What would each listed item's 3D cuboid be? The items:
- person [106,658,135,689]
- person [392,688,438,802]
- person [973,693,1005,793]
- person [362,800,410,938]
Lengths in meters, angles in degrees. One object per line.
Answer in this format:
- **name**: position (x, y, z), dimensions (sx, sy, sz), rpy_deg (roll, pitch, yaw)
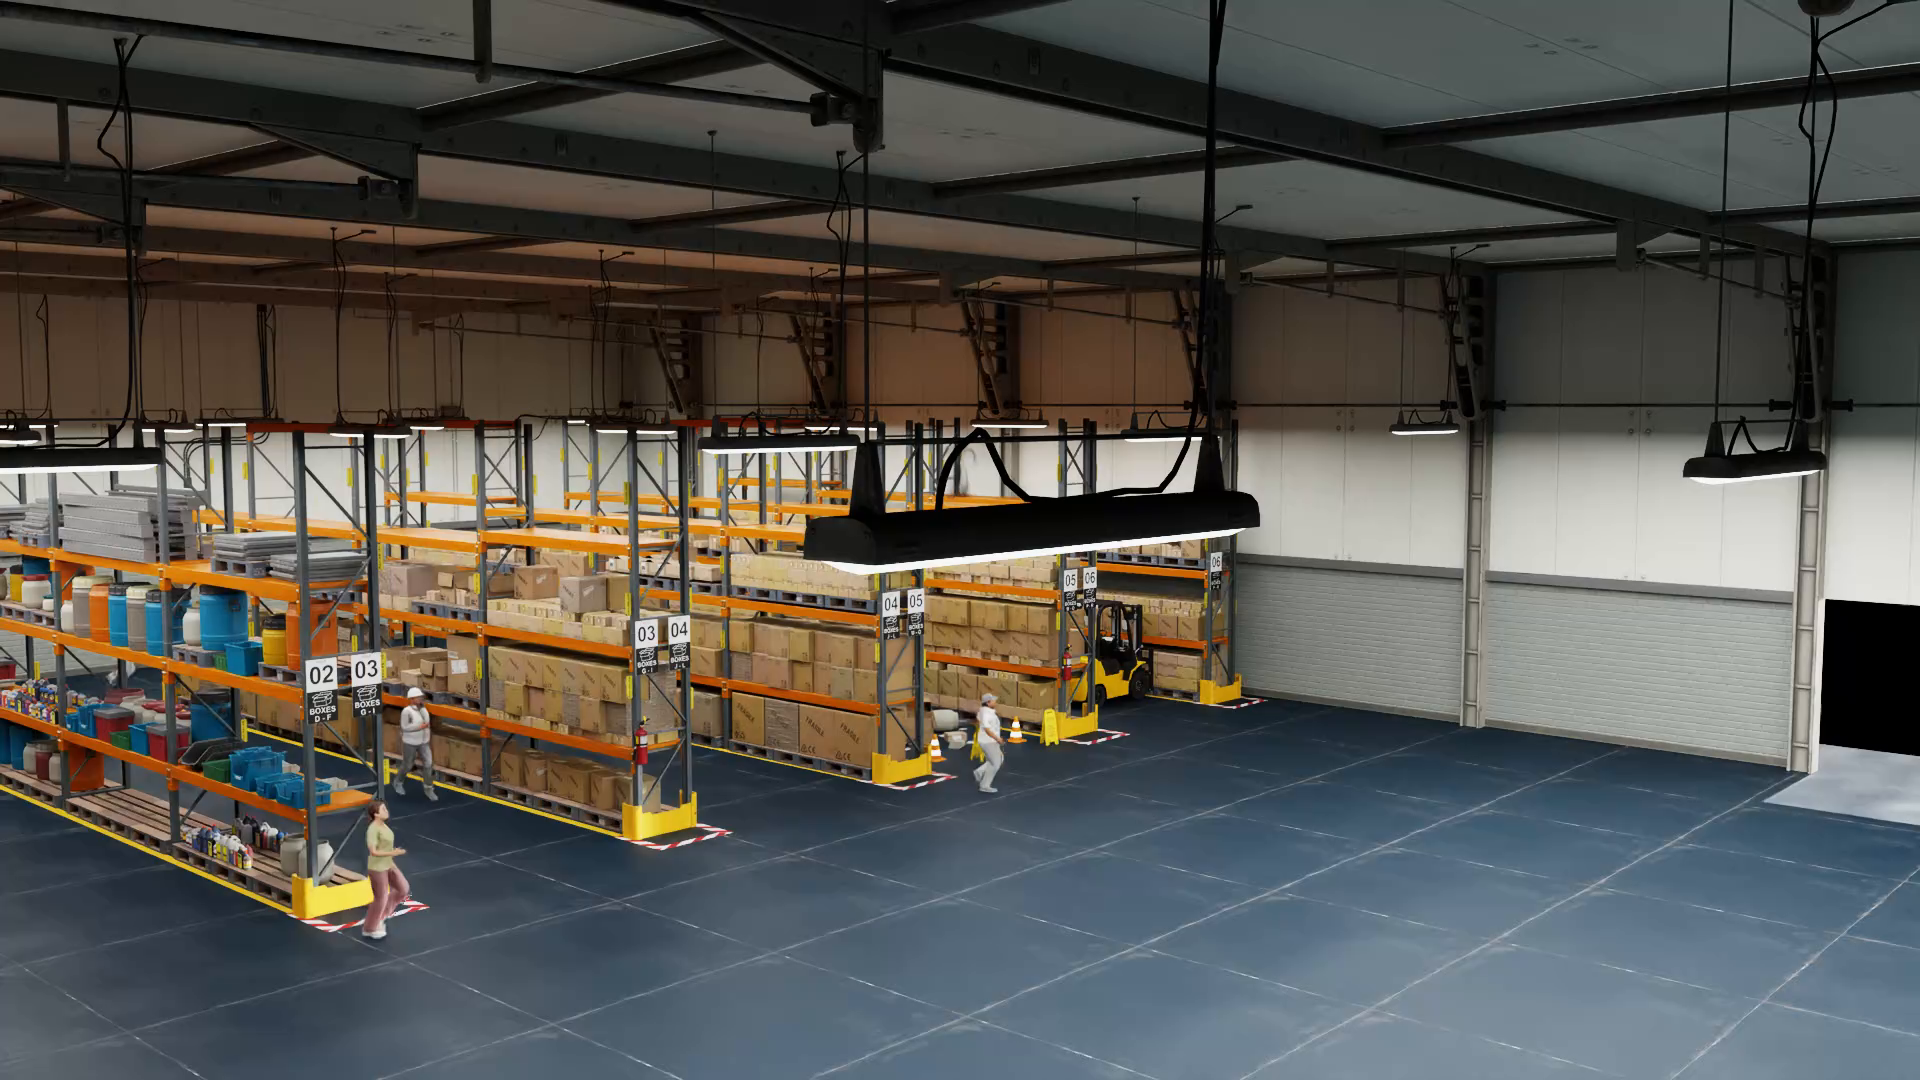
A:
- **person**: position (-18.310, 2.502, 36.275), dimensions (0.675, 1.748, 0.650), rpy_deg (0, 5, -4)
- **person**: position (-8.730, 3.251, 26.609), dimensions (0.907, 1.804, 0.635), rpy_deg (3, 6, 32)
- **person**: position (0.476, 3.308, 27.188), dimensions (0.520, 1.632, 0.610), rpy_deg (-1, 5, -8)
- **person**: position (-6.819, 3.888, 19.690), dimensions (0.568, 1.644, 0.602), rpy_deg (0, 5, 0)
